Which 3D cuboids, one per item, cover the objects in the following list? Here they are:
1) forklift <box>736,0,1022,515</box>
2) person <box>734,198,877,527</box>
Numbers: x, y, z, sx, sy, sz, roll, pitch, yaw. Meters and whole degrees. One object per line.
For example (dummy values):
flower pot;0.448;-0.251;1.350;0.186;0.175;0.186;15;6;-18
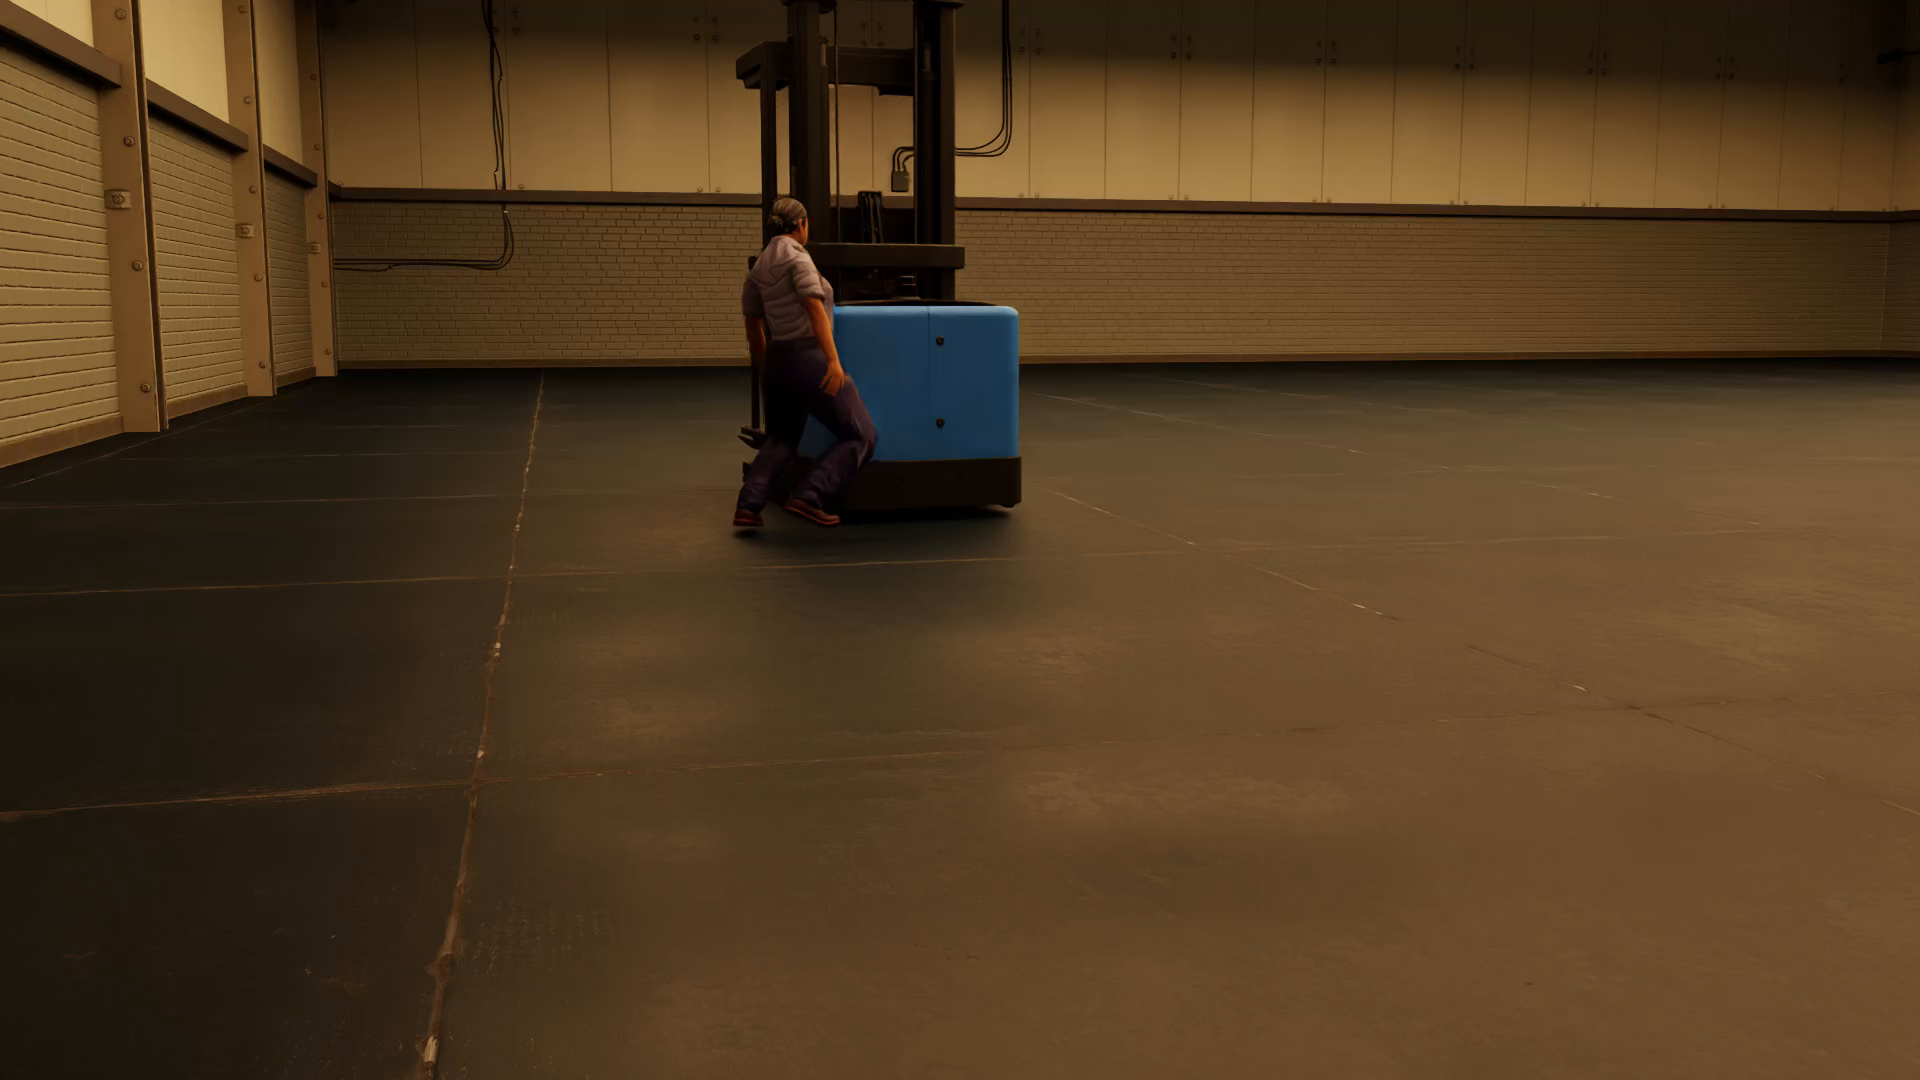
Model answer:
forklift;-0.650;-1.741;9.567;1.130;2.935;3.031;-3;8;-19
person;-0.734;-0.804;7.703;0.496;1.543;0.838;-6;10;-36
